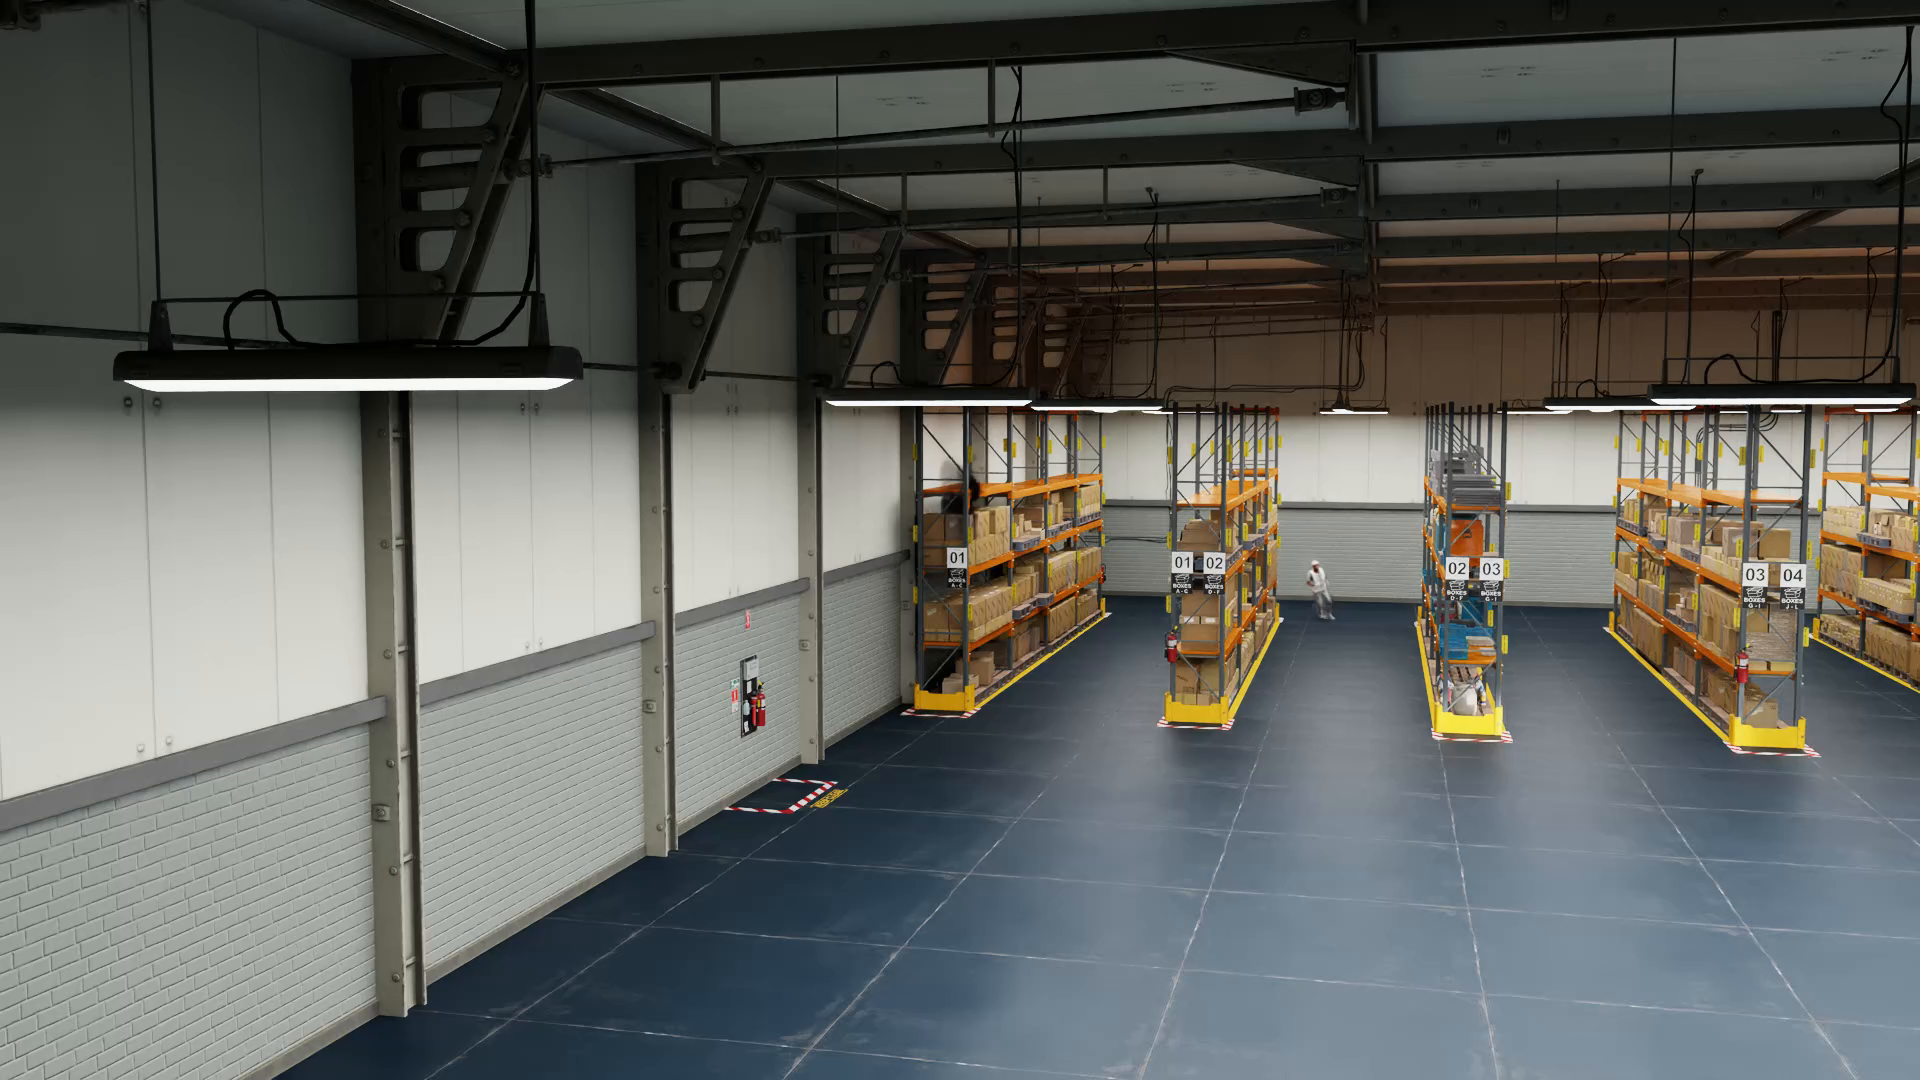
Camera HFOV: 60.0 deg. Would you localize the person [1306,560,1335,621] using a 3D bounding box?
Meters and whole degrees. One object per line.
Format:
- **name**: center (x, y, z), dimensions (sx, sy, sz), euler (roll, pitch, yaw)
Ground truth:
- **person**: center (10.096, 1.413, 46.744), dimensions (0.832, 1.723, 0.671), euler (-1, 4, -15)
